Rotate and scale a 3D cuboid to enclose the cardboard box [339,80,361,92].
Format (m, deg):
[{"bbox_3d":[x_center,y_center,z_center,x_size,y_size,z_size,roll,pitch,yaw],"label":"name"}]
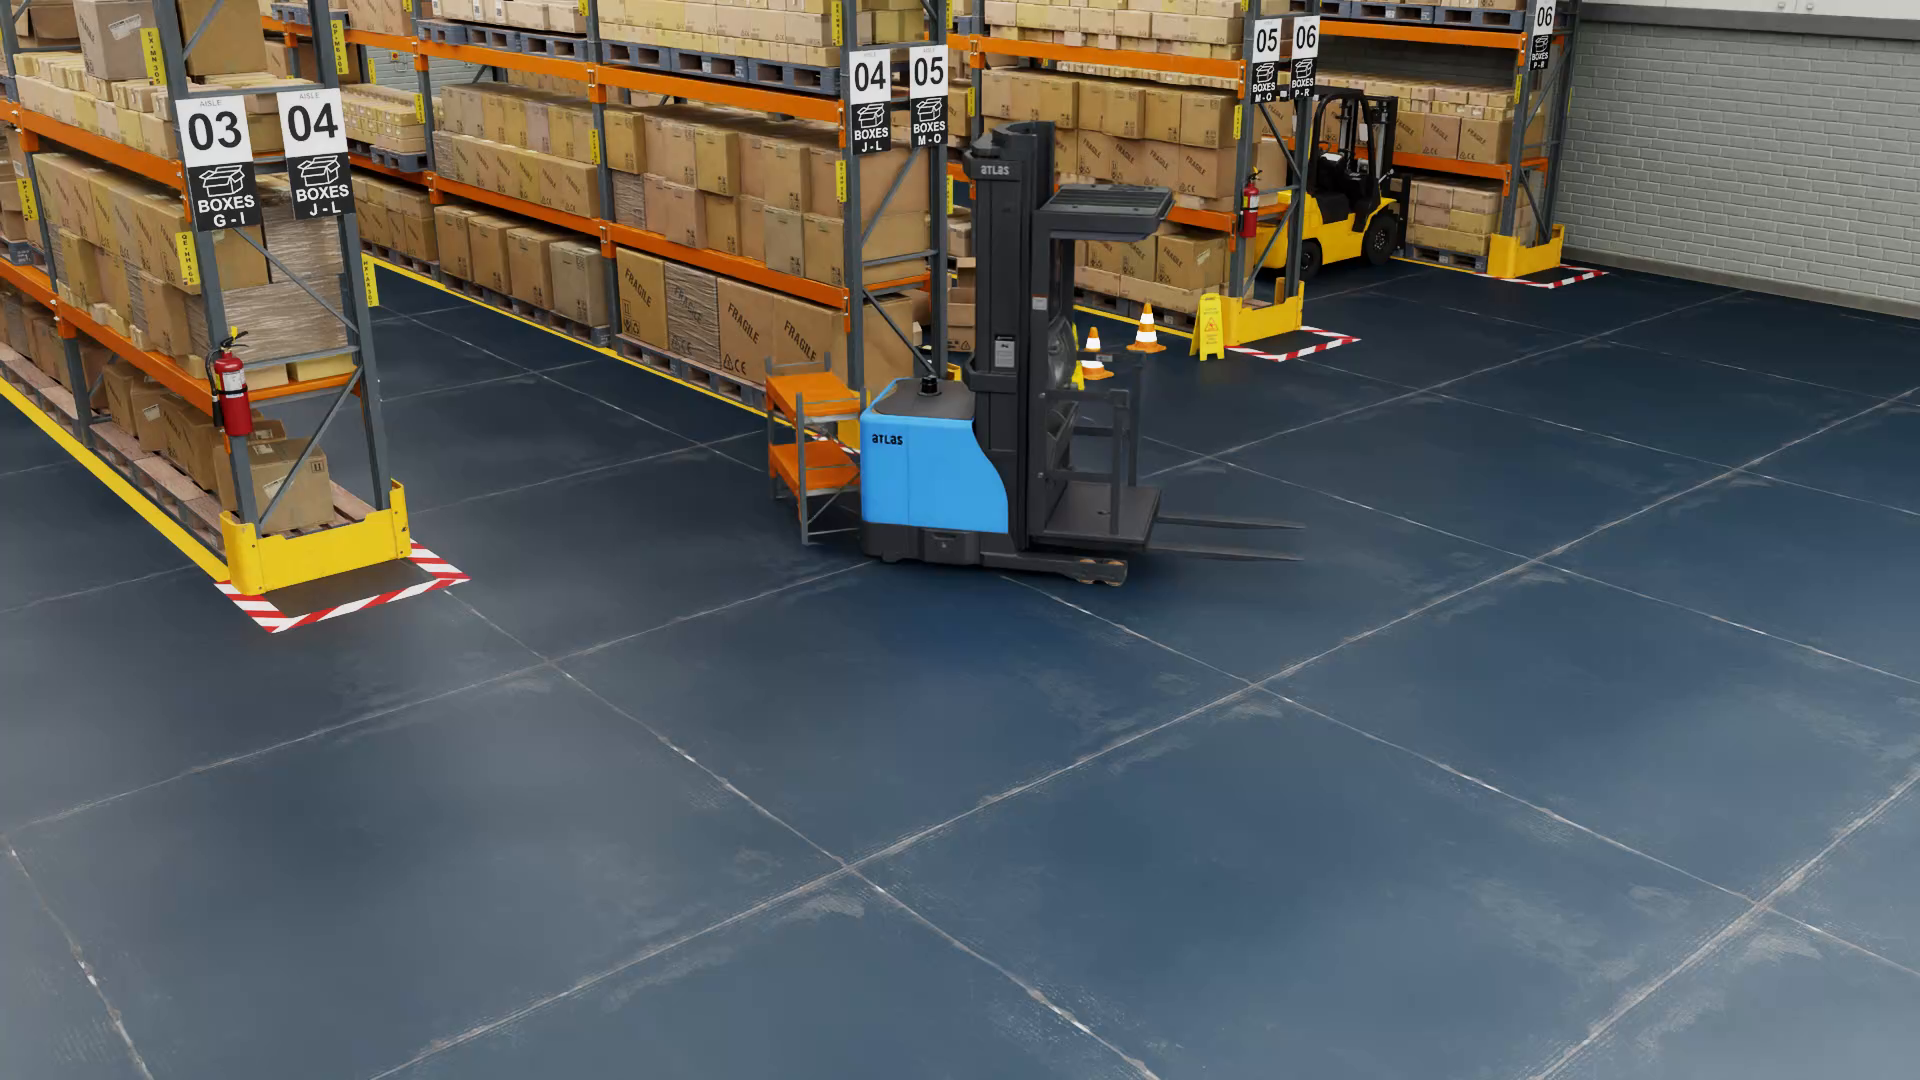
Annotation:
[{"bbox_3d":[-8.489,-6.032,22.728,0.500,0.500,0.500,-18,28,-38],"label":"cardboard box"}]

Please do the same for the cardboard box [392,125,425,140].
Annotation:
[{"bbox_3d":[-6.413,-4.791,19.463,0.380,0.149,0.250,-17,27,-36],"label":"cardboard box"}]

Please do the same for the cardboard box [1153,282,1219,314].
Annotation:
[{"bbox_3d":[2.413,-2.623,17.761,0.500,0.250,0.500,-18,27,-38],"label":"cardboard box"}]

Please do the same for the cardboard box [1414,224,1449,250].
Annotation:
[{"bbox_3d":[6.054,-3.834,20.853,0.500,0.250,0.500,-17,27,-37],"label":"cardboard box"}]

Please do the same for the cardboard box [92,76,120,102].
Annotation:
[{"bbox_3d":[-5.609,-3.058,11.226,0.380,0.149,0.250,-19,28,-40],"label":"cardboard box"}]

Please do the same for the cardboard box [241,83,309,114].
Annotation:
[{"bbox_3d":[-4.352,-2.826,10.632,0.380,0.149,0.250,-18,27,-38],"label":"cardboard box"}]

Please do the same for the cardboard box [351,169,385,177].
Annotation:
[{"bbox_3d":[-7.725,-4.618,21.484,0.500,0.250,0.500,-17,27,-36],"label":"cardboard box"}]

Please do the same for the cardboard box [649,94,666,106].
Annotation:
[{"bbox_3d":[-4.247,-6.460,24.570,0.500,0.250,0.500,-18,28,-39],"label":"cardboard box"}]

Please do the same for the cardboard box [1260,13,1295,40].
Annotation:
[{"bbox_3d":[3.034,-5.209,16.856,0.500,0.250,0.500,-18,28,-38],"label":"cardboard box"}]

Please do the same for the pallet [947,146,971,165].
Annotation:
[{"bbox_3d":[0.160,-4.803,20.397,1.003,0.211,1.213,-17,27,-37],"label":"pallet"}]

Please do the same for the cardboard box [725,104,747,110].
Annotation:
[{"bbox_3d":[-2.908,-6.129,23.039,0.500,0.250,0.500,-18,28,-39],"label":"cardboard box"}]

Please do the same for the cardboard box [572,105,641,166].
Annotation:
[{"bbox_3d":[-3.464,-4.088,16.801,0.700,0.500,0.500,-18,28,-38],"label":"cardboard box"}]

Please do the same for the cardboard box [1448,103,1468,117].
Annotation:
[{"bbox_3d":[6.167,-5.252,20.253,0.380,0.149,0.250,-17,27,-36],"label":"cardboard box"}]

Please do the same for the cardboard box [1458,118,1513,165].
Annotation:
[{"bbox_3d":[6.398,-4.844,20.102,0.500,0.500,0.500,-18,28,-39],"label":"cardboard box"}]

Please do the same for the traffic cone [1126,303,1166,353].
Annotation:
[{"bbox_3d":[1.902,-2.172,16.895,0.336,0.463,0.334,-17,27,-37],"label":"traffic cone"}]

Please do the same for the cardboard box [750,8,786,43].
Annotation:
[{"bbox_3d":[-1.381,-4.250,13.693,0.500,0.250,0.500,-17,27,-37],"label":"cardboard box"}]

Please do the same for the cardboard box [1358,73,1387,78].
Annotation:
[{"bbox_3d":[5.424,-6.020,21.807,0.380,0.149,0.250,-18,28,-38],"label":"cardboard box"}]

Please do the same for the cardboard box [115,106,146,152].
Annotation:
[{"bbox_3d":[-5.183,-2.719,10.906,0.500,0.250,0.500,-17,27,-37],"label":"cardboard box"}]

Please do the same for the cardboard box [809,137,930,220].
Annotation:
[{"bbox_3d":[-0.737,-3.020,13.894,0.875,0.550,0.550,-17,27,-37],"label":"cardboard box"}]

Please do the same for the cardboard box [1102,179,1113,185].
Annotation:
[{"bbox_3d":[1.771,-3.904,18.183,0.380,0.149,0.250,-17,27,-37],"label":"cardboard box"}]

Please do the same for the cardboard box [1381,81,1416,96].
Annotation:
[{"bbox_3d":[5.519,-5.682,20.945,0.380,0.149,0.250,-17,27,-37],"label":"cardboard box"}]

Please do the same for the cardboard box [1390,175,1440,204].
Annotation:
[{"bbox_3d":[5.706,-4.435,21.017,0.500,0.250,0.500,-17,27,-37],"label":"cardboard box"}]

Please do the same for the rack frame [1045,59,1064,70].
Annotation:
[{"bbox_3d":[1.696,-6.934,25.576,1.000,3.000,0.127,-17,27,-37],"label":"rack frame"}]

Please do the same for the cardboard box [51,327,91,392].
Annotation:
[{"bbox_3d":[-7.640,-1.639,14.881,0.700,0.500,0.500,-18,27,-38],"label":"cardboard box"}]

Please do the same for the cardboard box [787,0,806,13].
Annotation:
[{"bbox_3d":[-1.163,-4.310,13.300,0.380,0.149,0.250,-17,27,-37],"label":"cardboard box"}]

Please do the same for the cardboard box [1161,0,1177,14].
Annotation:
[{"bbox_3d":[2.269,-5.445,16.910,0.380,0.149,0.250,-17,27,-37],"label":"cardboard box"}]

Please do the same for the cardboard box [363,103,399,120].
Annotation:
[{"bbox_3d":[-6.924,-5.142,19.953,0.380,0.149,0.250,-16,27,-36],"label":"cardboard box"}]

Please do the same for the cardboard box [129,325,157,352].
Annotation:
[{"bbox_3d":[-5.749,-1.484,12.005,0.380,0.149,0.250,-17,27,-37],"label":"cardboard box"}]

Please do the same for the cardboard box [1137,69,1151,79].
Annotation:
[{"bbox_3d":[2.774,-6.722,24.007,0.380,0.149,0.250,-17,27,-37],"label":"cardboard box"}]

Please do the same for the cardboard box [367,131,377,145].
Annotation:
[{"bbox_3d":[-6.905,-4.861,20.050,0.380,0.149,0.250,-18,28,-38],"label":"cardboard box"}]

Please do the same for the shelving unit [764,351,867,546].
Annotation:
[{"bbox_3d":[-1.054,-0.694,12.213,0.538,1.125,1.048,-7,22,-17],"label":"shelving unit"}]

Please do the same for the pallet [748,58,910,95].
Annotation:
[{"bbox_3d":[-1.016,-3.893,13.819,1.003,0.211,1.213,-17,27,-37],"label":"pallet"}]

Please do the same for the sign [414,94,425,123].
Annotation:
[{"bbox_3d":[-6.151,-4.916,18.943,0.100,0.325,0.005,-17,27,-37],"label":"sign"}]

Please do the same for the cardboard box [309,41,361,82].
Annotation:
[{"bbox_3d":[-8.467,-6.484,22.509,0.500,0.500,0.500,-17,27,-36],"label":"cardboard box"}]

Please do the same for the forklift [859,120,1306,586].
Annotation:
[{"bbox_3d":[0.876,-1.267,11.200,3.031,2.935,1.130,5,22,12],"label":"forklift"}]

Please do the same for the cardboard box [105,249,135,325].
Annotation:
[{"bbox_3d":[-5.714,-1.925,12.240,0.875,0.500,0.500,-17,27,-37],"label":"cardboard box"}]

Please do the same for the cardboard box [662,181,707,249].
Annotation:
[{"bbox_3d":[-2.246,-3.087,15.548,0.875,0.550,0.550,-17,27,-37],"label":"cardboard box"}]

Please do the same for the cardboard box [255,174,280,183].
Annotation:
[{"bbox_3d":[-5.149,-2.327,11.897,0.500,0.500,0.500,-17,27,-37],"label":"cardboard box"}]

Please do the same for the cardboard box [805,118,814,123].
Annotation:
[{"bbox_3d":[-1.832,-5.610,21.963,0.380,0.149,0.250,-20,29,-41],"label":"cardboard box"}]

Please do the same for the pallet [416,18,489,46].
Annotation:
[{"bbox_3d":[-5.286,-5.689,18.542,1.213,0.211,1.003,-16,26,-35],"label":"pallet"}]

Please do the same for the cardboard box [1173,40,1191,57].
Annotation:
[{"bbox_3d":[2.380,-4.996,16.857,0.380,0.149,0.250,-16,27,-36],"label":"cardboard box"}]

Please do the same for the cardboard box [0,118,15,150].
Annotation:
[{"bbox_3d":[-10.034,-4.112,16.857,0.797,0.503,0.637,-16,27,-36],"label":"cardboard box"}]

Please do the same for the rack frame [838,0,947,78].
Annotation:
[{"bbox_3d":[-0.524,-5.129,12.739,1.000,3.000,0.127,-17,27,-37],"label":"rack frame"}]

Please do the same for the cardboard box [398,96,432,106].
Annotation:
[{"bbox_3d":[-6.760,-5.438,20.707,0.380,0.149,0.250,-16,27,-36],"label":"cardboard box"}]

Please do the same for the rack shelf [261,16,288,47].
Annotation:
[{"bbox_3d":[-9.663,-7.265,23.293,1.077,0.370,4.000,-17,27,-37],"label":"rack shelf"}]

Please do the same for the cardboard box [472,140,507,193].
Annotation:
[{"bbox_3d":[-4.995,-4.124,18.264,0.500,0.500,0.500,-17,27,-37],"label":"cardboard box"}]

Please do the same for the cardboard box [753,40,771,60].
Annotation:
[{"bbox_3d":[-1.494,-4.079,13.803,0.380,0.149,0.250,-17,27,-37],"label":"cardboard box"}]

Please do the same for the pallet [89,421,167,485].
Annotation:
[{"bbox_3d":[-6.493,-0.812,13.768,1.003,0.211,1.213,-17,27,-37],"label":"pallet"}]

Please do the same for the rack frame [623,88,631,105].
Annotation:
[{"bbox_3d":[-4.673,-6.857,25.378,1.000,3.000,0.127,-17,27,-37],"label":"rack frame"}]

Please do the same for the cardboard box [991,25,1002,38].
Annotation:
[{"bbox_3d":[0.567,-5.780,18.861,0.380,0.149,0.250,-18,28,-38],"label":"cardboard box"}]

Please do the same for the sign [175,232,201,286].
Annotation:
[{"bbox_3d":[-4.781,-1.742,10.298,0.100,0.325,0.005,-17,27,-37],"label":"sign"}]

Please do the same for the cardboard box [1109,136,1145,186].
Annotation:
[{"bbox_3d":[1.950,-4.089,17.767,0.500,0.500,0.500,-18,27,-38],"label":"cardboard box"}]

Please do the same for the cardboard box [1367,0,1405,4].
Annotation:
[{"bbox_3d":[5.499,-6.953,20.655,0.797,0.503,0.637,-16,27,-36],"label":"cardboard box"}]

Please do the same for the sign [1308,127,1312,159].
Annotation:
[{"bbox_3d":[3.571,-4.074,17.085,0.100,0.325,0.005,-17,27,-37],"label":"sign"}]

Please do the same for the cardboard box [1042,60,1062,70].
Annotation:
[{"bbox_3d":[1.478,-7.356,25.939,0.500,0.500,0.500,-16,26,-35],"label":"cardboard box"}]
